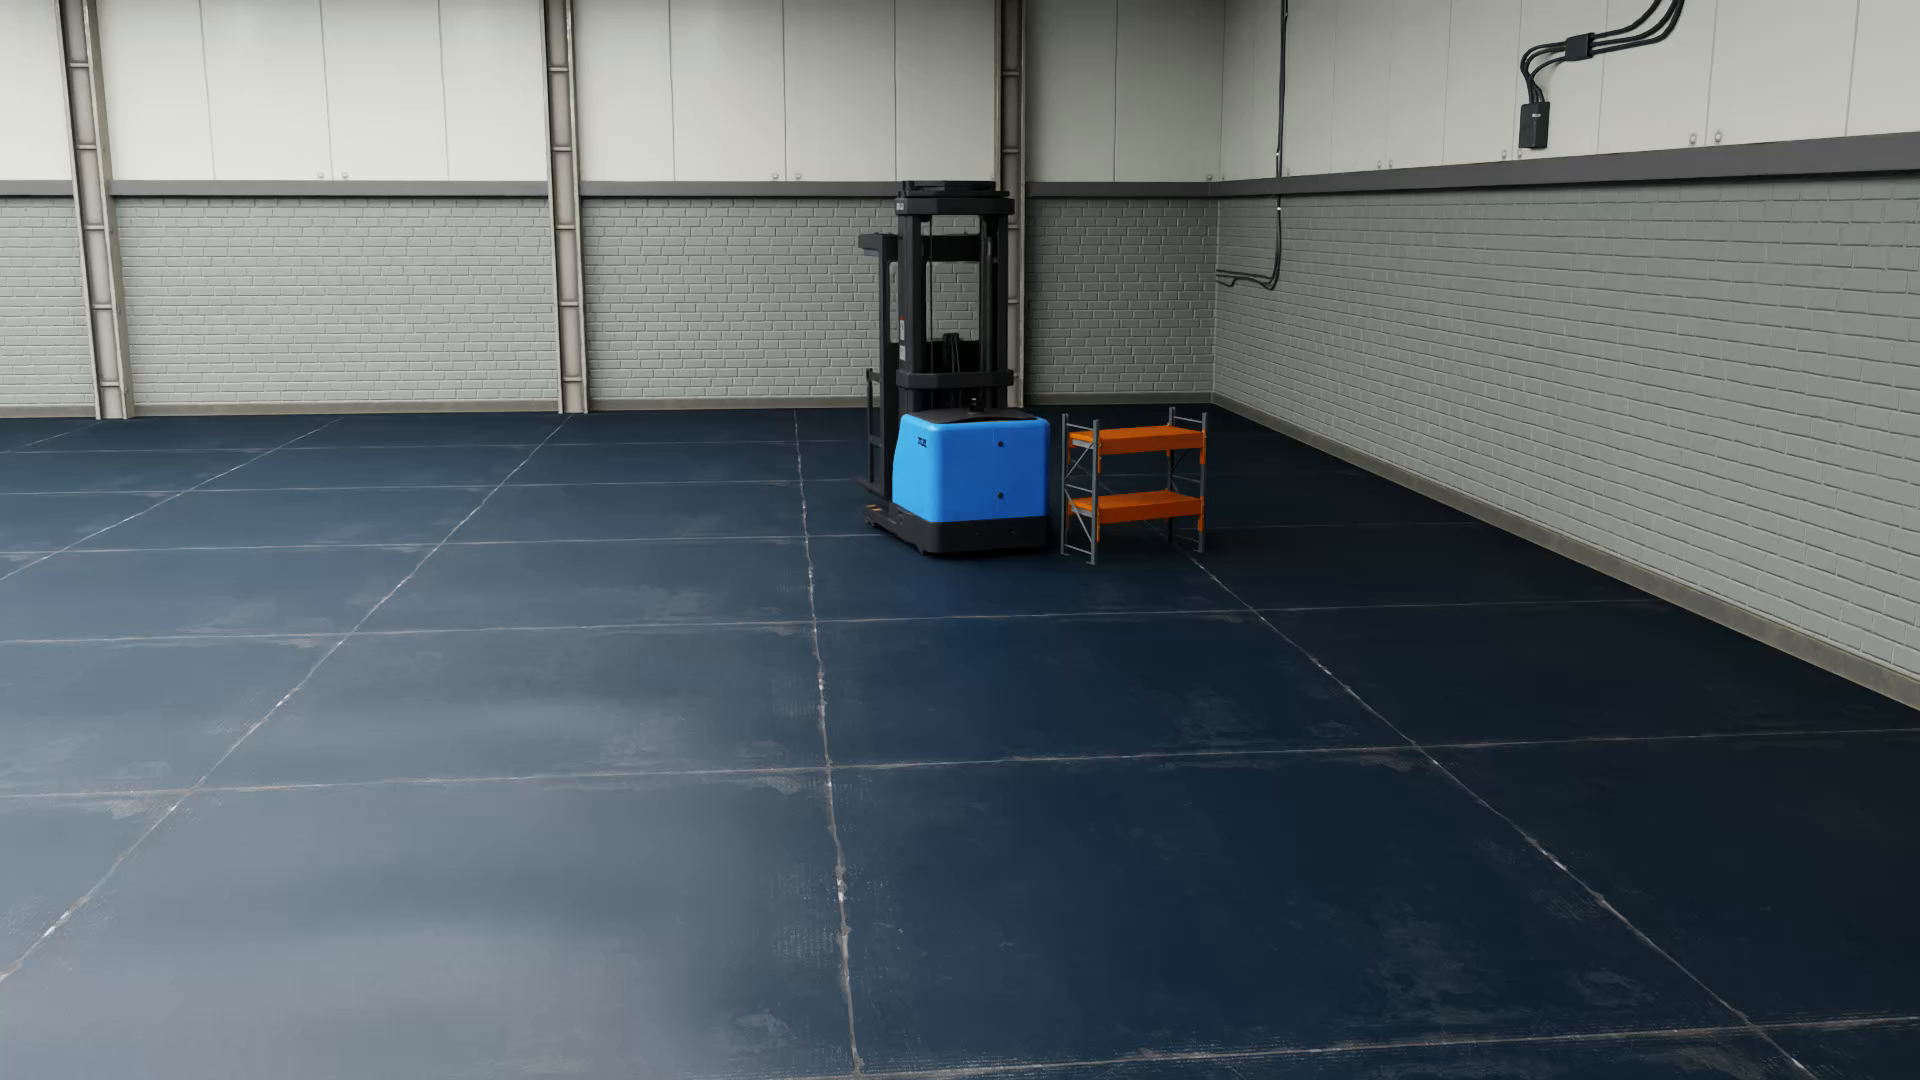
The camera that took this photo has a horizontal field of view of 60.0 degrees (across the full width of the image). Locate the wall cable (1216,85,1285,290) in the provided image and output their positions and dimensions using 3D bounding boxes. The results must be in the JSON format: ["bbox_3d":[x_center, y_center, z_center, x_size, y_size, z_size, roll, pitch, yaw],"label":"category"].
[{"bbox_3d":[3.751,-4.581,21.894,0.112,2.526,3.097,-1,11,-6],"label":"wall cable"}]

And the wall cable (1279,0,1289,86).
[{"bbox_3d":[4.043,-6.541,18.767,0.112,2.526,3.097,-1,11,-6],"label":"wall cable"}]

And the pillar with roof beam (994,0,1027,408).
[{"bbox_3d":[1.144,-5.472,18.372,0.400,9.000,9.100,-1,11,-6],"label":"pillar with roof beam"}]

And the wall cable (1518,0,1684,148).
[{"bbox_3d":[4.760,-5.953,12.004,0.169,6.003,2.305,-1,11,-6],"label":"wall cable"}]

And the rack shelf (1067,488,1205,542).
[{"bbox_3d":[1.386,-0.207,13.272,1.000,0.278,0.538,-6,13,-27],"label":"rack shelf"}]

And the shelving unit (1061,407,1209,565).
[{"bbox_3d":[1.386,-0.447,13.225,1.048,1.125,0.538,-6,13,-27],"label":"shelving unit"}]

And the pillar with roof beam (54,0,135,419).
[{"bbox_3d":[-10.786,-5.222,17.101,0.400,9.000,9.100,-1,11,-6],"label":"pillar with roof beam"}]

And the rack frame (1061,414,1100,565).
[{"bbox_3d":[0.935,-0.401,12.993,0.032,1.125,0.500,-6,13,-27],"label":"rack frame"}]

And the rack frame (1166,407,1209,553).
[{"bbox_3d":[1.836,-0.492,13.456,0.032,1.125,0.500,-6,13,-27],"label":"rack frame"}]

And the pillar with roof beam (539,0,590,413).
[{"bbox_3d":[-4.821,-5.347,17.737,0.400,9.000,9.100,-1,11,-6],"label":"pillar with roof beam"}]

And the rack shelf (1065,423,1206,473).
[{"bbox_3d":[1.386,-0.734,13.168,1.000,0.278,0.538,-6,13,-27],"label":"rack shelf"}]

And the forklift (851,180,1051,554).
[{"bbox_3d":[-0.226,-1.570,14.257,1.130,2.935,3.031,-4,12,-19],"label":"forklift"}]
